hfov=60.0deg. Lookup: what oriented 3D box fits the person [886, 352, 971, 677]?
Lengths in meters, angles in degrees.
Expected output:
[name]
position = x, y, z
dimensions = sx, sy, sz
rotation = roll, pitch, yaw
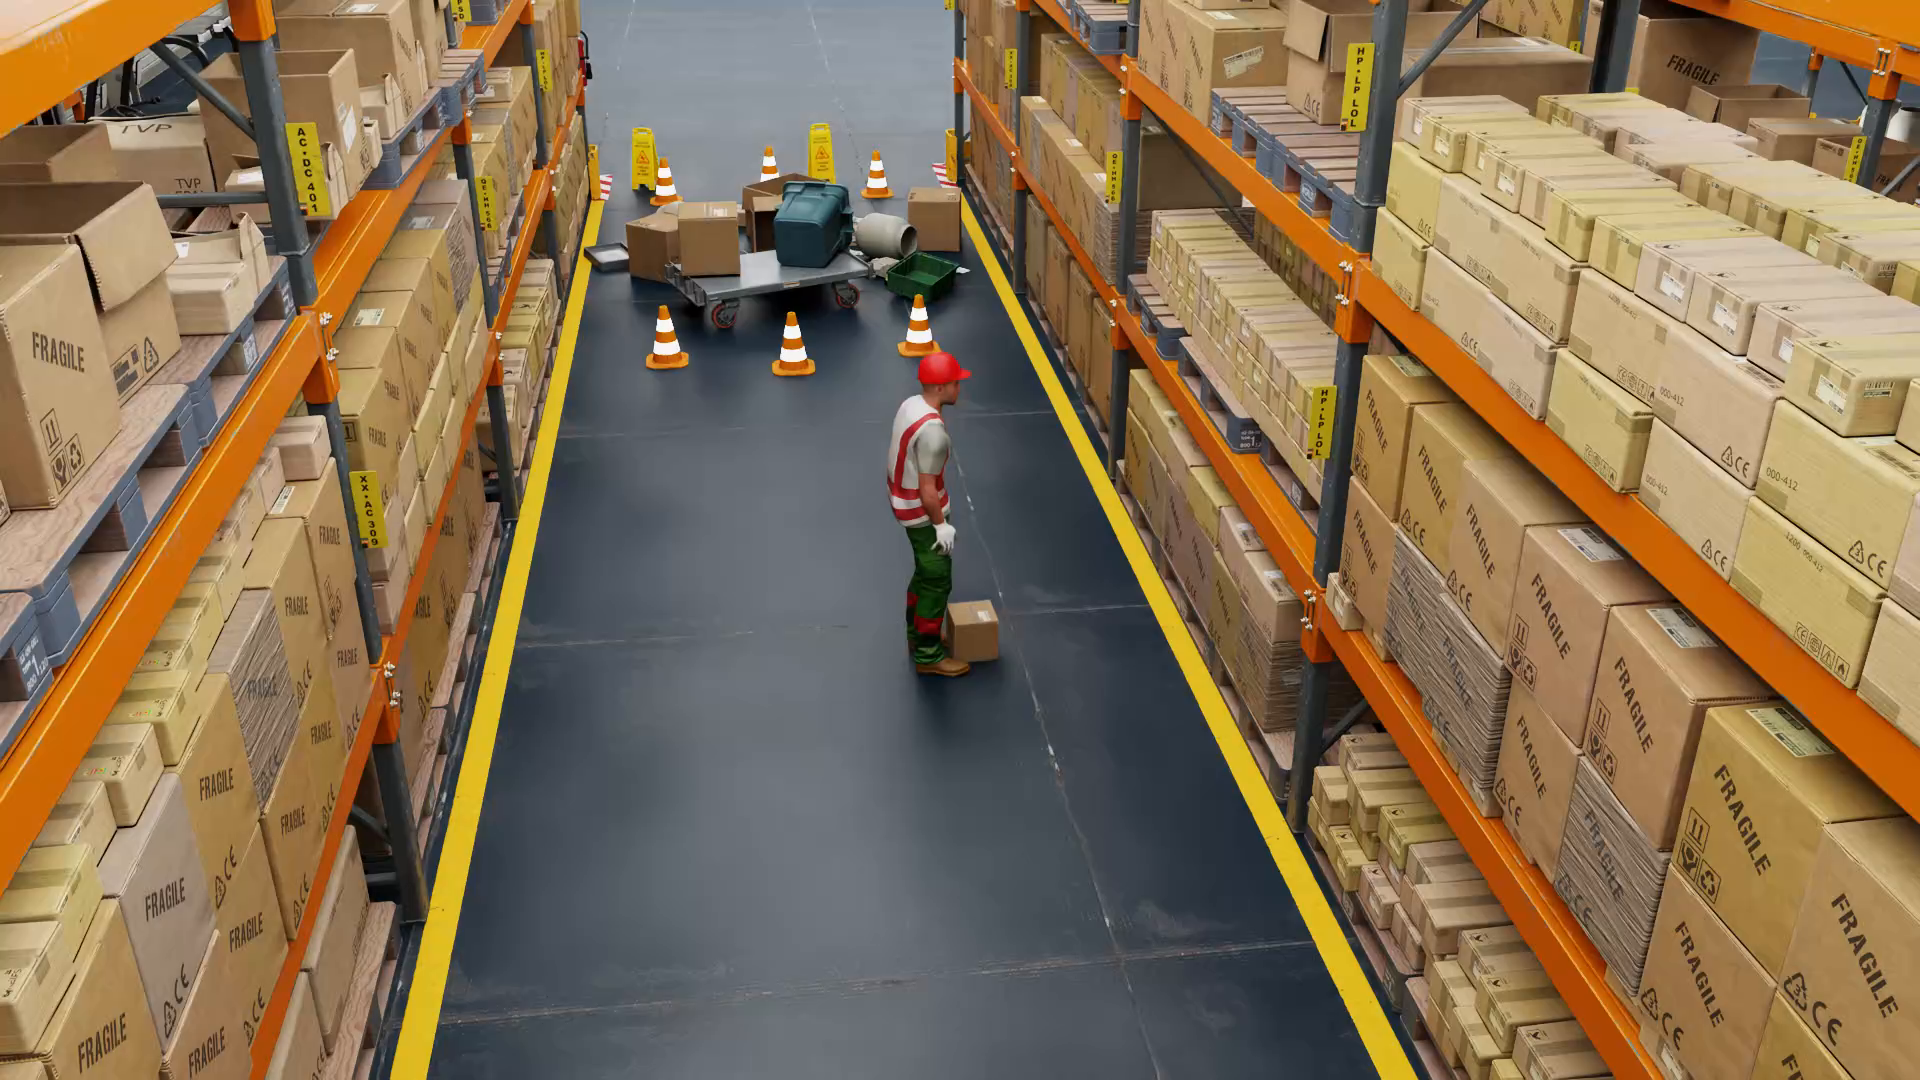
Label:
[person]
position = -0.156, -0.150, 8.896
dimensions = 0.446, 1.779, 0.589
rotation = -5, 27, -9
